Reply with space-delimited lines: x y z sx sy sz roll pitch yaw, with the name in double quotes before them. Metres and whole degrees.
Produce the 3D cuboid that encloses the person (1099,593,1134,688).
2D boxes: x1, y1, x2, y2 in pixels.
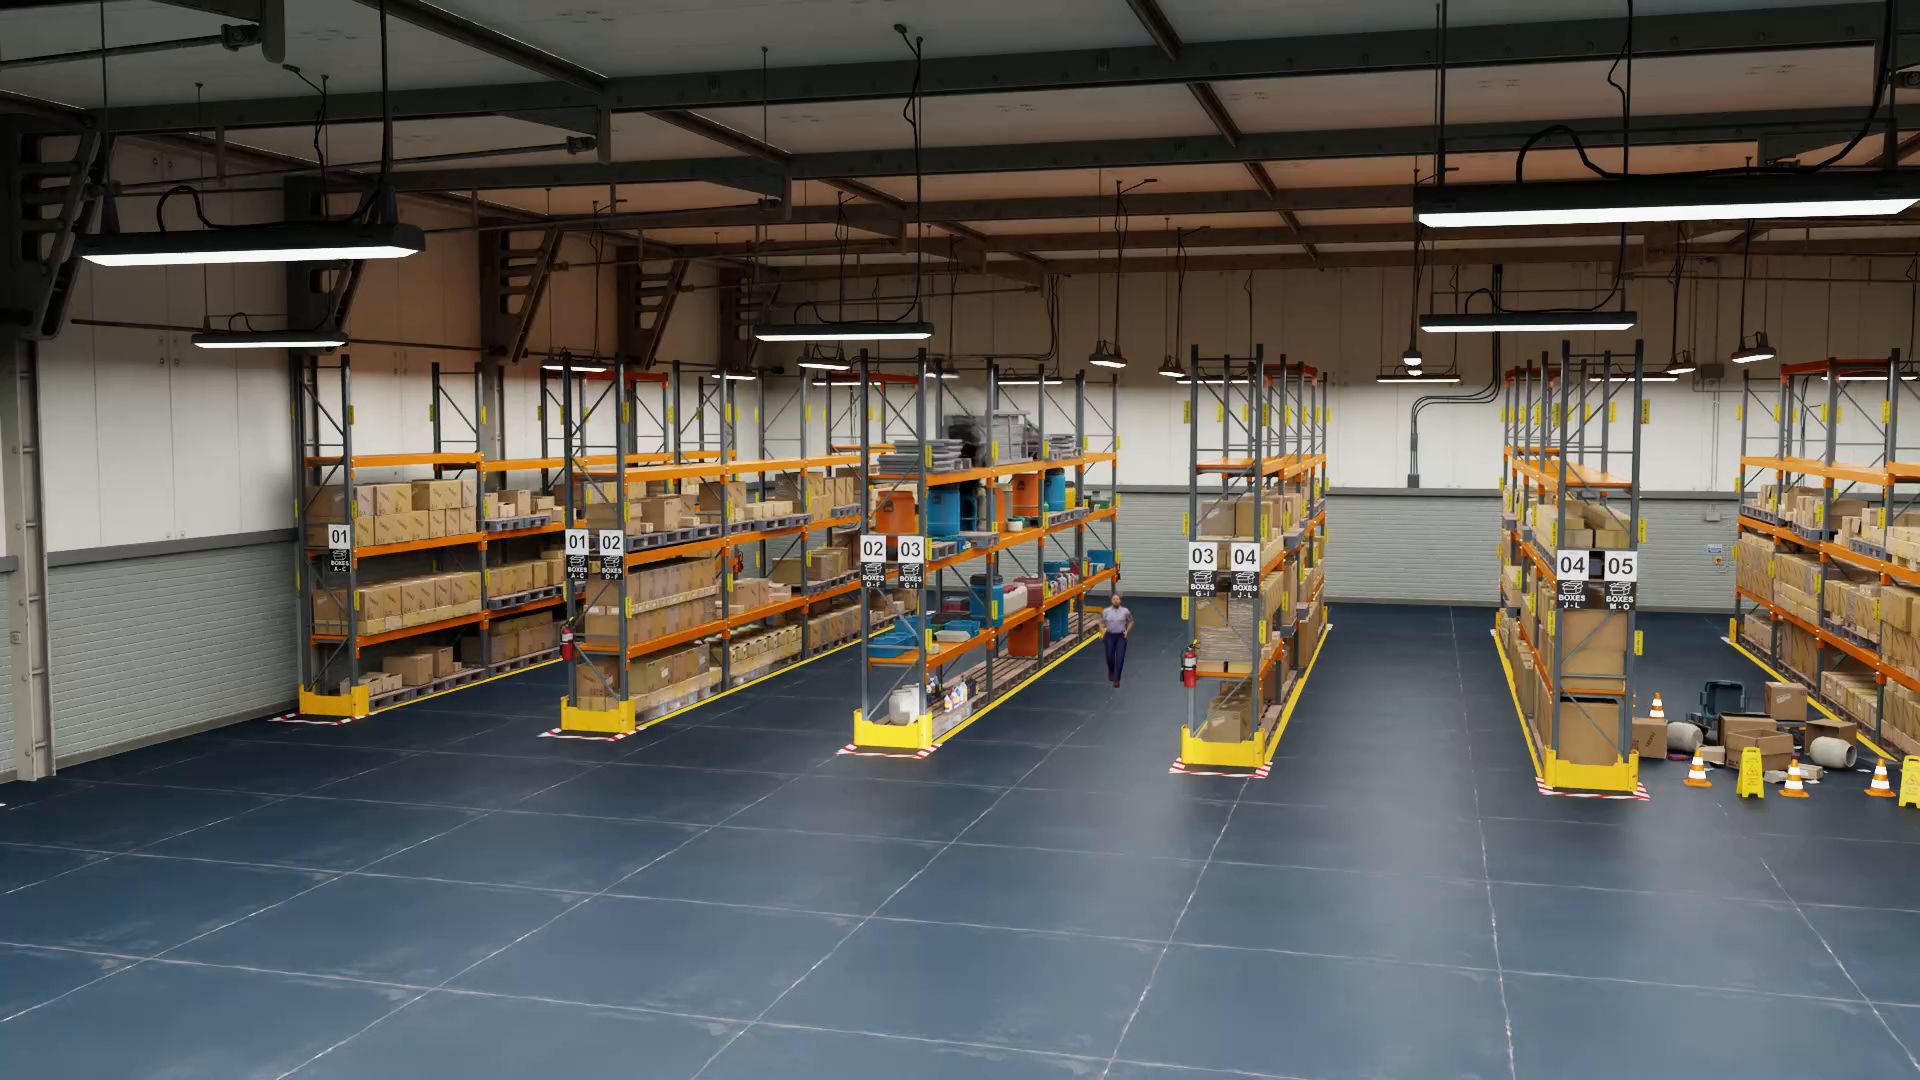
"person" 2.731 1.743 29.069 0.614 1.621 0.515 0 4 6
